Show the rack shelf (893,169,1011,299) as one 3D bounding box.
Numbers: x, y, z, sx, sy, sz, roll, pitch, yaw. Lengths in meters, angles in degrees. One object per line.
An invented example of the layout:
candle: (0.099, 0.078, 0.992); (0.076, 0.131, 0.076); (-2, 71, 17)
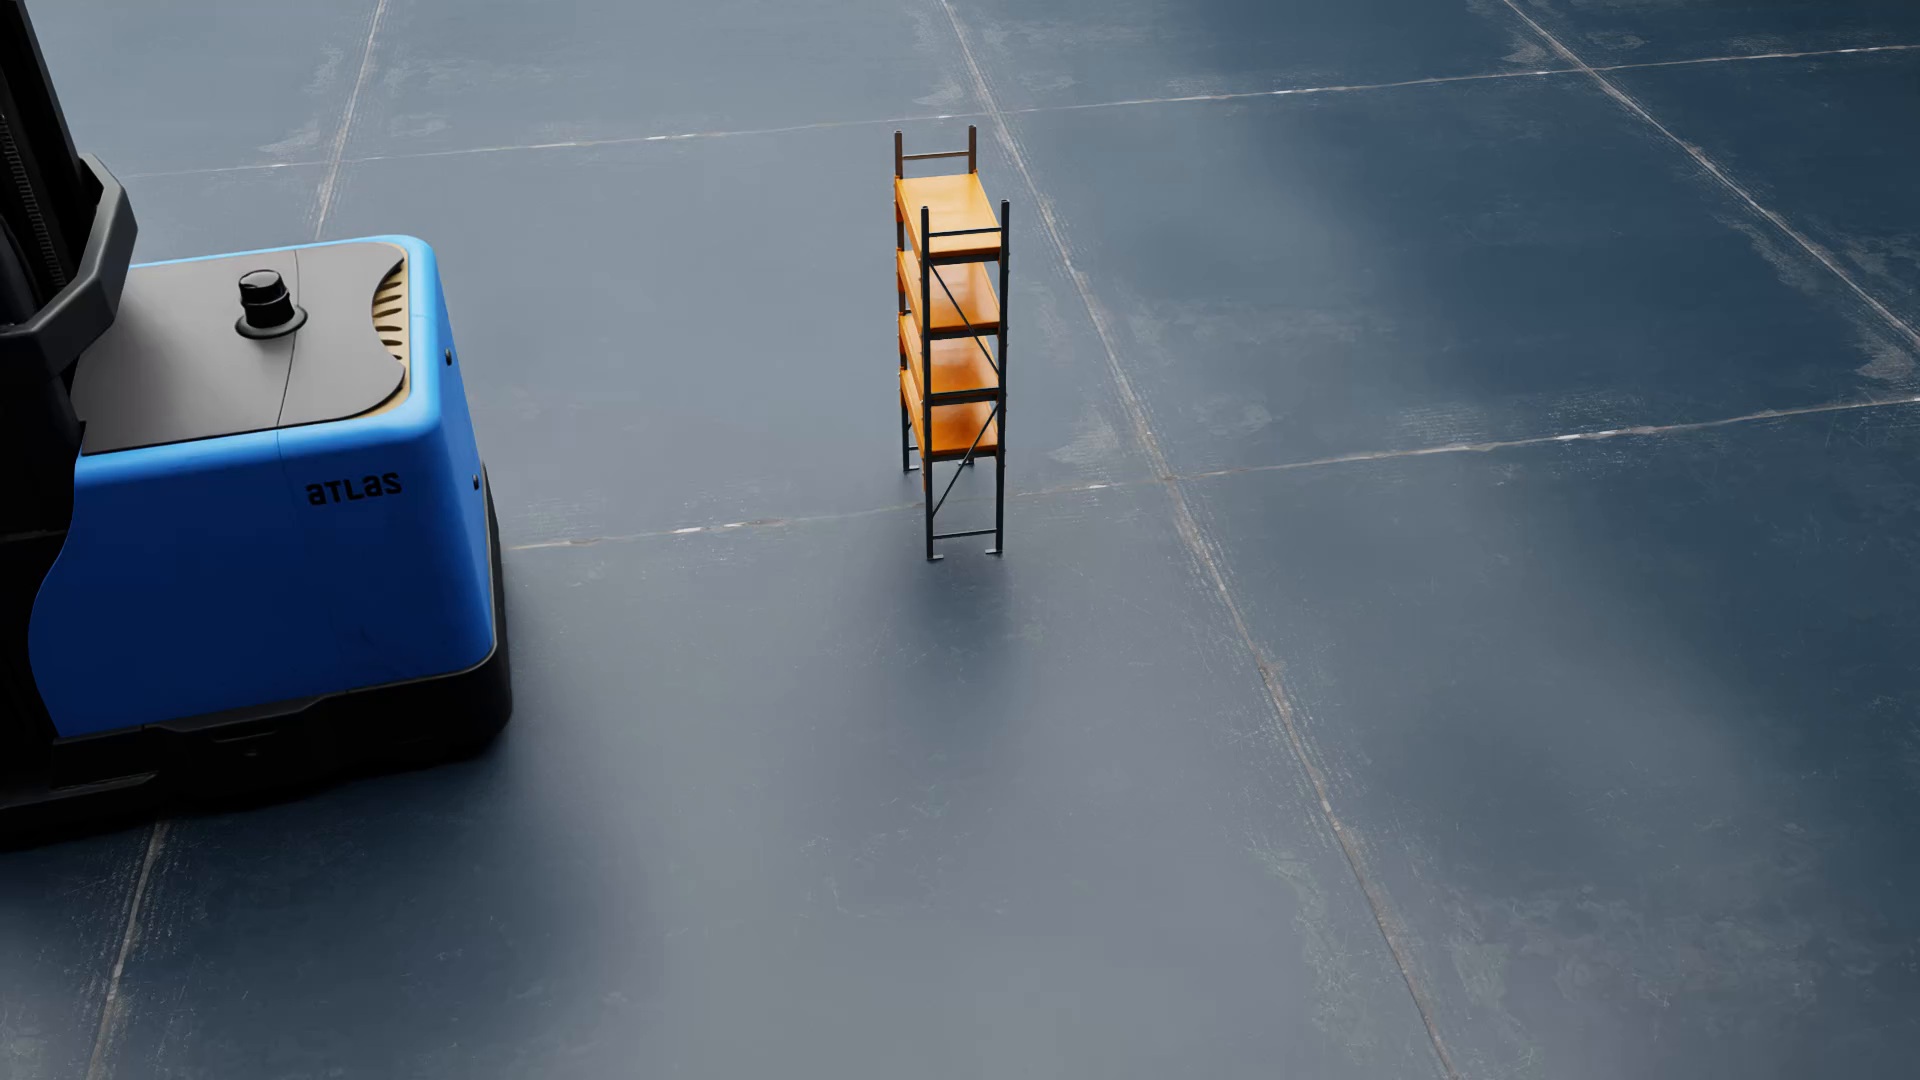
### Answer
rack shelf: (-0.029, -0.884, 4.770); (0.258, 0.148, 0.480); (-6, 38, -8)

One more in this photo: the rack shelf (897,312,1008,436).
rack shelf: (-0.029, -0.521, 5.052); (0.258, 0.148, 0.480); (-6, 38, -8)

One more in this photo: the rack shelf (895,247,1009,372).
rack shelf: (-0.029, -0.697, 4.915); (0.258, 0.148, 0.480); (-6, 38, -8)

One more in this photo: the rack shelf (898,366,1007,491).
rack shelf: (-0.029, -0.364, 5.174); (0.258, 0.148, 0.480); (-6, 38, -8)

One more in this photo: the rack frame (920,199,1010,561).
rack frame: (0.014, -0.426, 4.821); (0.240, 1.200, 0.015); (-6, 38, -8)

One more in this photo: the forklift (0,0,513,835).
forklift: (-2.795, -0.651, 3.699); (3.031, 2.935, 1.130); (-9, 39, -12)

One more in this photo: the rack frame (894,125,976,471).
rack frame: (-0.072, -0.721, 5.200); (0.240, 1.200, 0.015); (-6, 38, -8)

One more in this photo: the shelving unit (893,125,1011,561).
shelving unit: (-0.029, -0.574, 5.011); (0.258, 1.200, 0.503); (-6, 38, -8)
